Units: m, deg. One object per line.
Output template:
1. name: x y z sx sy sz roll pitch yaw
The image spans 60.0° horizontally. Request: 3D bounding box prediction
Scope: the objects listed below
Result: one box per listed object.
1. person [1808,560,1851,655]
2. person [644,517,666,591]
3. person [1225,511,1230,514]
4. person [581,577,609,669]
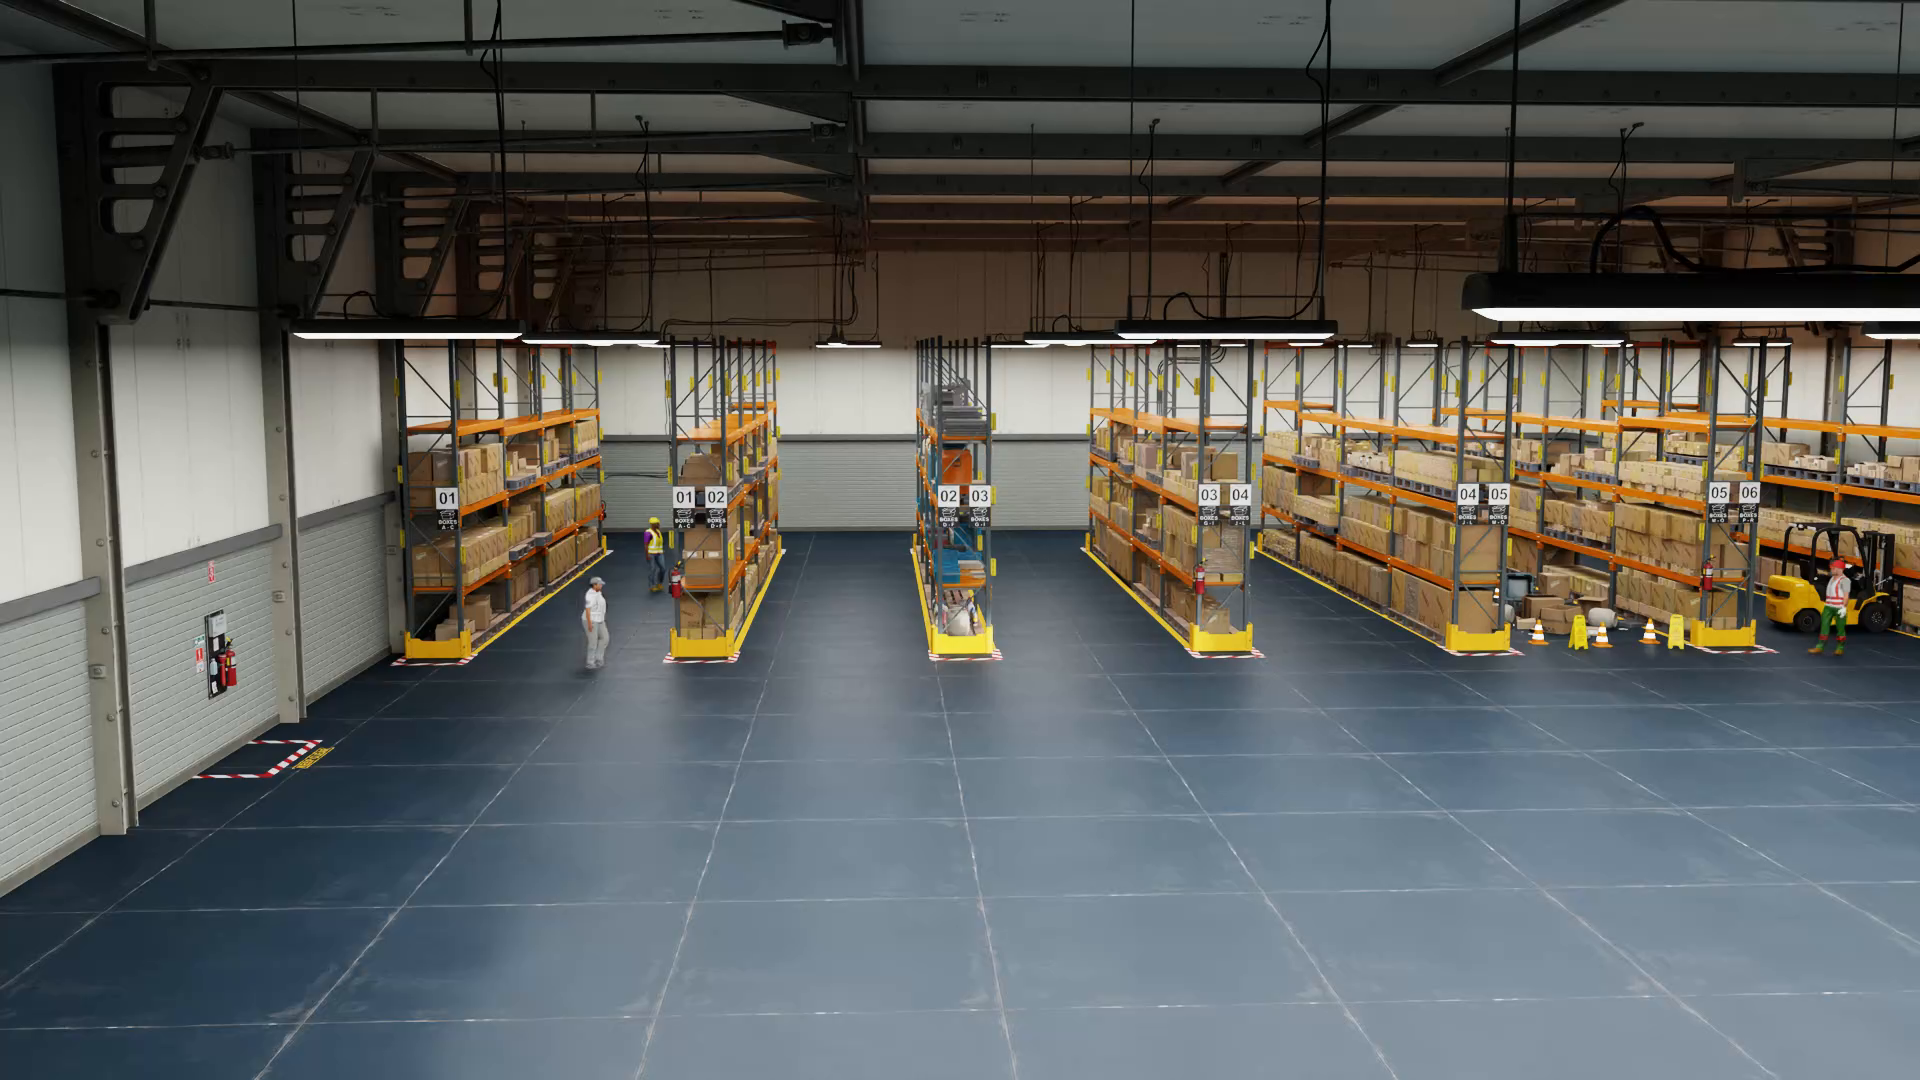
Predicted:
1. person: 16.426 1.278 31.320 0.633 1.781 0.561 -3 7 -28
2. person: -7.309 0.342 39.776 0.434 1.774 0.612 6 9 44
3. person: 7.514 -0.305 45.785 0.529 1.773 0.927 0 6 -2
4. person: -6.634 1.514 30.177 0.448 1.713 0.614 2 7 14
